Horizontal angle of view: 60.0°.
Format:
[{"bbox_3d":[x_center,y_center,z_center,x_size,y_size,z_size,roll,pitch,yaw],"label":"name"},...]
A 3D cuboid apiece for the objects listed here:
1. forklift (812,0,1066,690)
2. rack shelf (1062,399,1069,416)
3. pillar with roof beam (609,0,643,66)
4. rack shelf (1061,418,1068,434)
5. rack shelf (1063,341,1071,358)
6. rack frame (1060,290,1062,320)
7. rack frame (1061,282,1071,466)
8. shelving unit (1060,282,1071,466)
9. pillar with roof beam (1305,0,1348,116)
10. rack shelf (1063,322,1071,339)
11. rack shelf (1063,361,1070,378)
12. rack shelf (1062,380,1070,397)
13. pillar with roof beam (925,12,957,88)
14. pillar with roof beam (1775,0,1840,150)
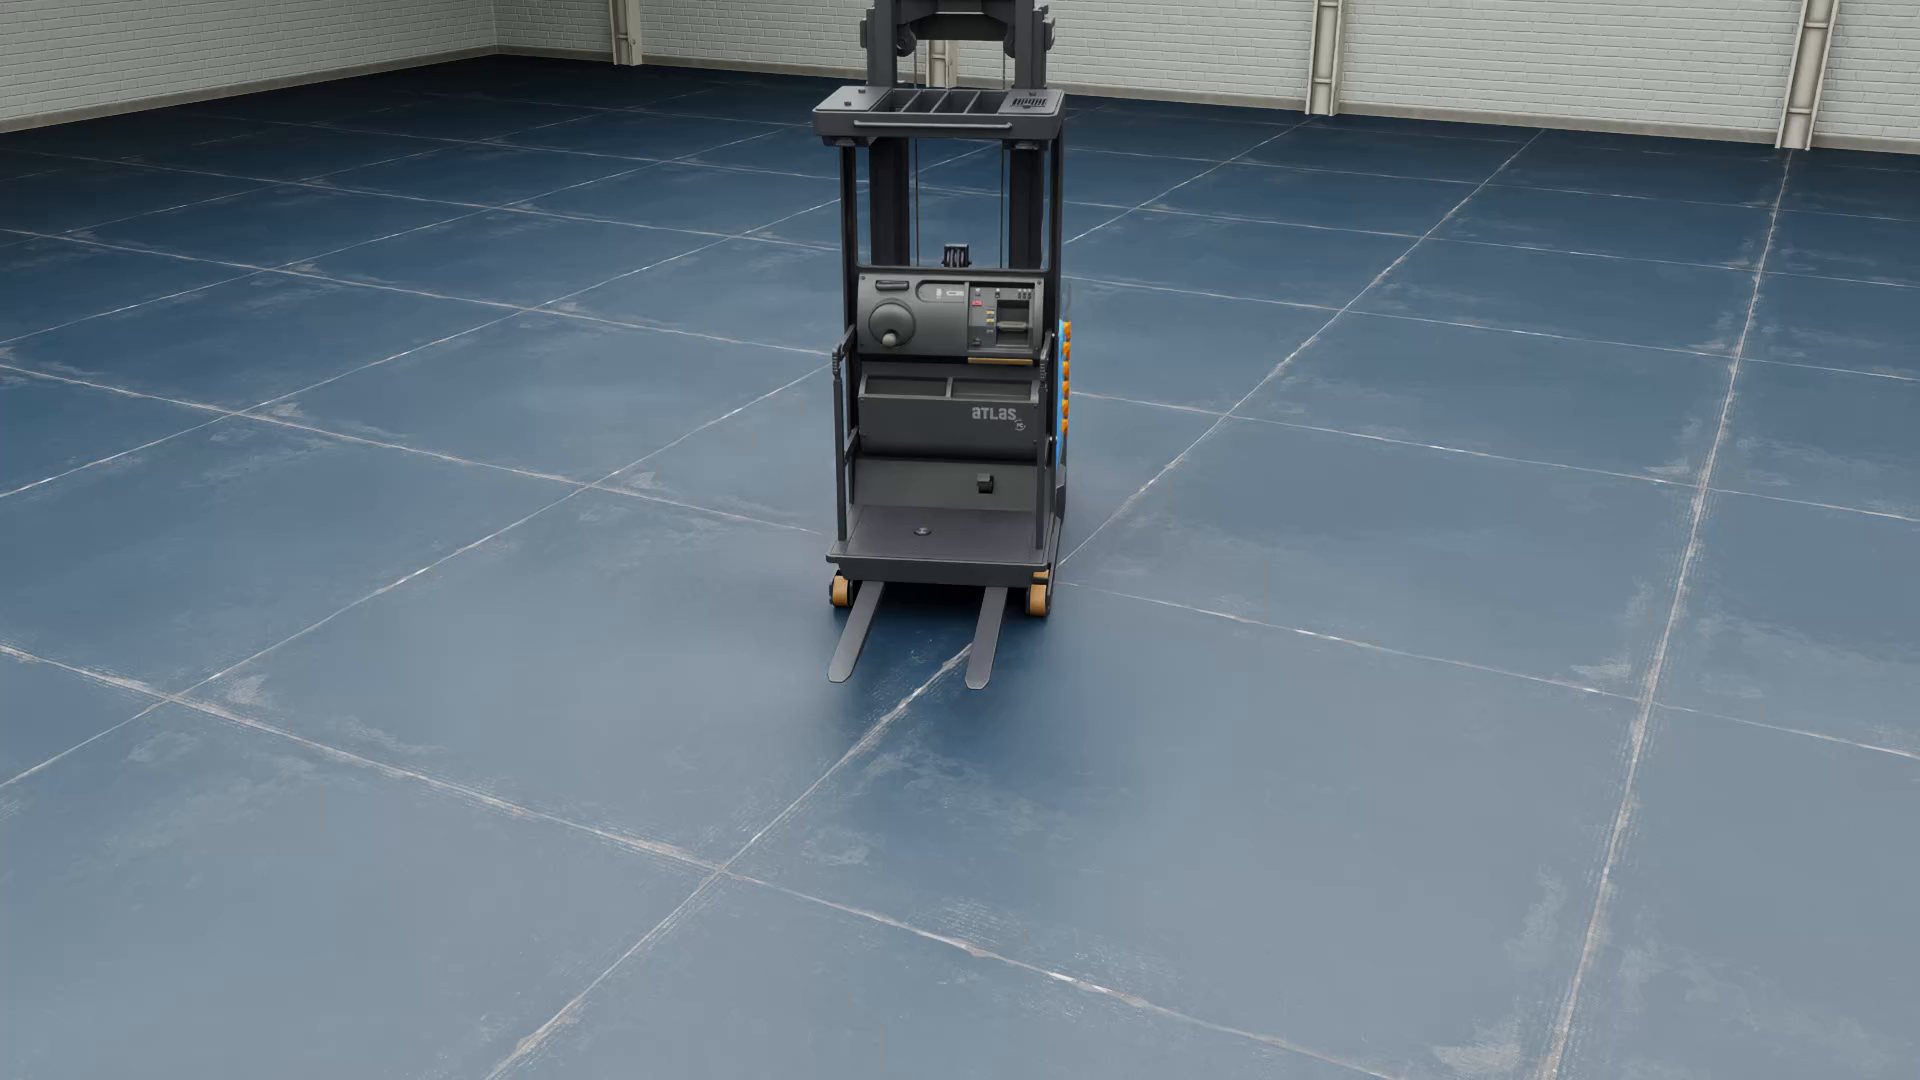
[{"bbox_3d":[-0.069,-1.104,8.101,1.130,2.935,3.031,2,23,6],"label":"forklift"},{"bbox_3d":[0.505,-0.782,9.975,0.258,0.103,0.180,8,24,18],"label":"rack shelf"},{"bbox_3d":[-7.582,-10.735,22.993,0.400,9.000,9.100,11,25,25],"label":"pillar with roof beam"},{"bbox_3d":[0.505,-0.671,10.022,0.258,0.103,0.180,8,24,18],"label":"rack shelf"},{"bbox_3d":[0.506,-1.113,9.835,0.258,0.103,0.180,8,24,18],"label":"rack shelf"},{"bbox_3d":[0.474,-0.900,9.832,0.240,1.200,0.006,8,24,18],"label":"rack frame"},{"bbox_3d":[0.537,-0.967,9.990,0.240,1.200,0.006,8,24,18],"label":"rack frame"},{"bbox_3d":[0.506,-0.933,9.911,0.258,1.200,0.189,8,24,18],"label":"shelving unit"},{"bbox_3d":[3.127,-8.616,18.010,0.400,9.000,9.100,11,25,25],"label":"pillar with roof beam"},{"bbox_3d":[0.506,-1.224,9.788,0.258,0.103,0.180,8,24,18],"label":"rack shelf"},{"bbox_3d":[0.506,-1.003,9.882,0.258,0.103,0.180,8,24,18],"label":"rack shelf"},{"bbox_3d":[0.506,-0.892,9.928,0.258,0.103,0.180,8,24,18],"label":"rack shelf"},{"bbox_3d":[-2.228,-9.675,20.502,0.400,9.000,9.100,11,25,25],"label":"pillar with roof beam"},{"bbox_3d":[8.481,-7.556,15.519,0.400,9.000,9.100,11,25,25],"label":"pillar with roof beam"}]
